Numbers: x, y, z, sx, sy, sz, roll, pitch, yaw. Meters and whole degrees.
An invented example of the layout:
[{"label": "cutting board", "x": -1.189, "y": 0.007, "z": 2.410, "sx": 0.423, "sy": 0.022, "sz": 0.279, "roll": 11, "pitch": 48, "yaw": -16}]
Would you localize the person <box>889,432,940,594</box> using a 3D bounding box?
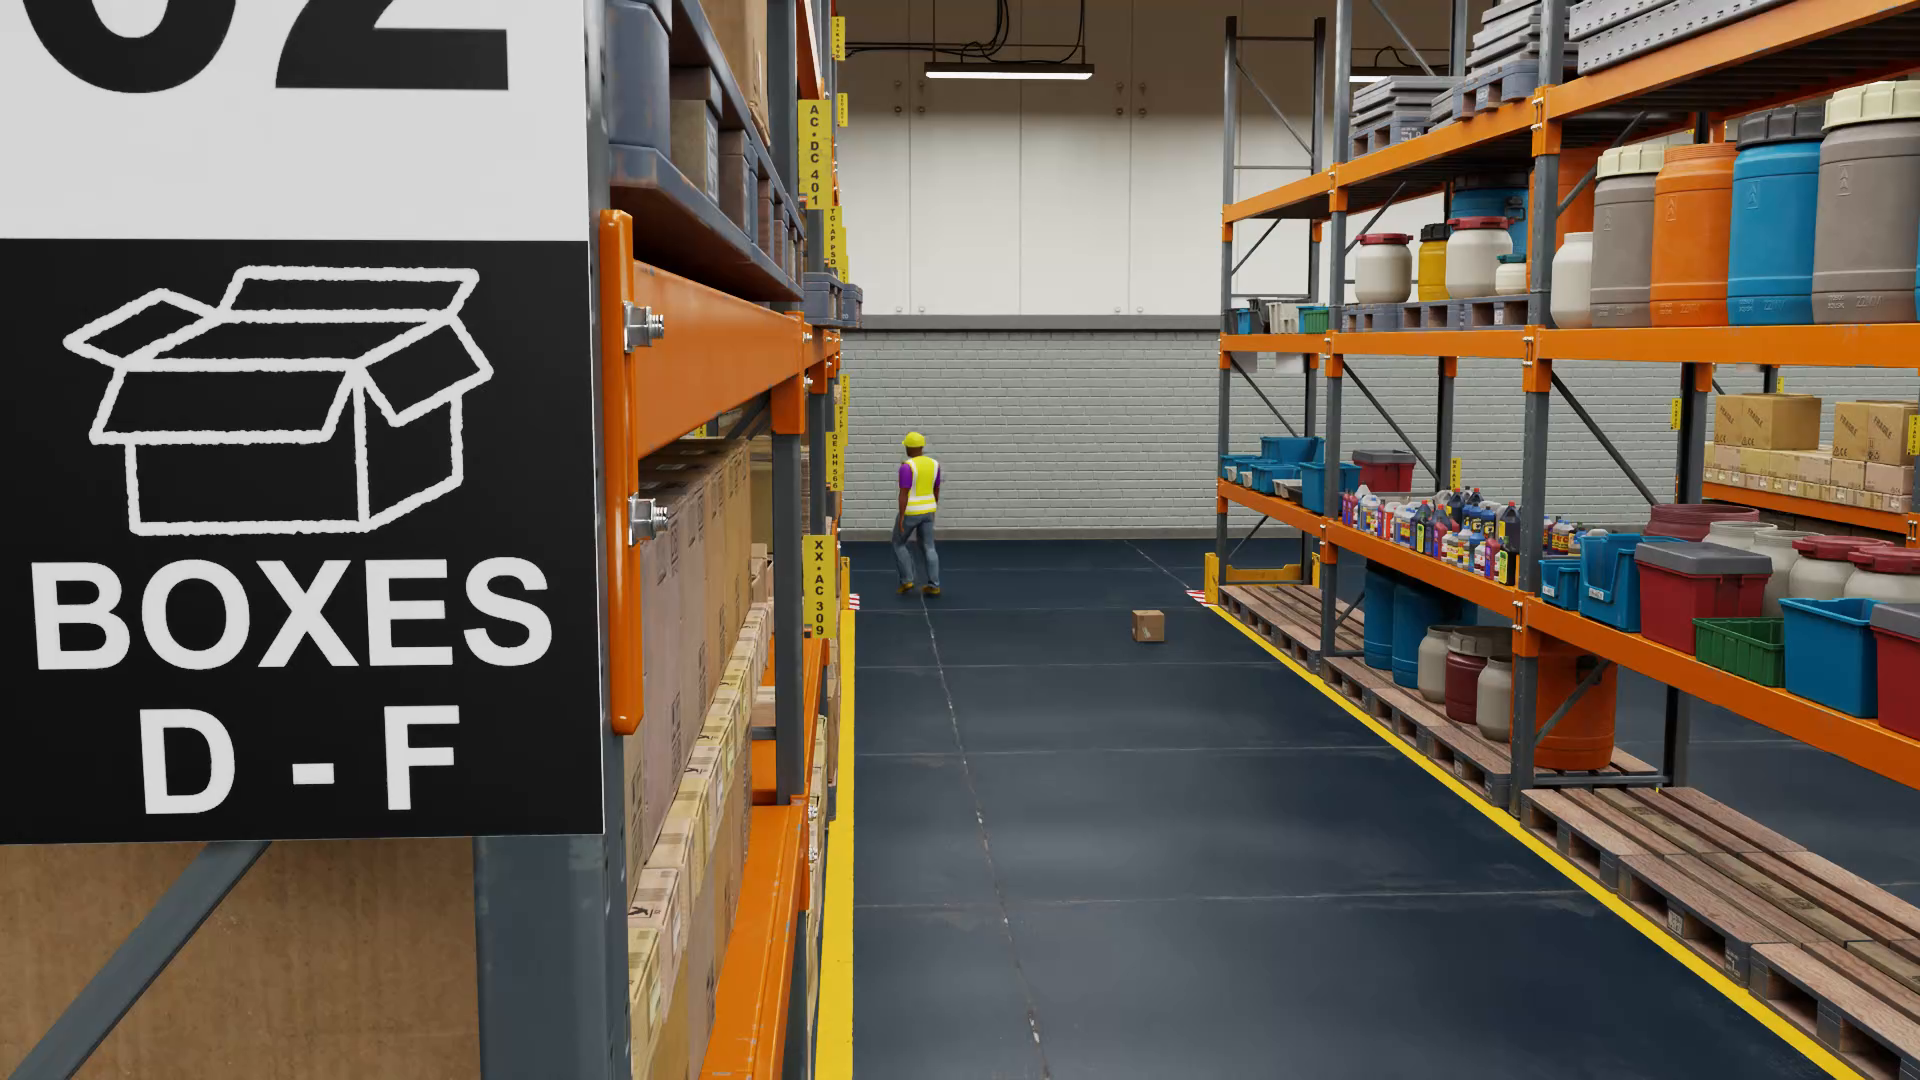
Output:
[{"label": "person", "x": -0.511, "y": -0.263, "z": 17.994, "sx": 0.639, "sy": 1.811, "sz": 0.714, "roll": -5, "pitch": 9, "yaw": -39}]
